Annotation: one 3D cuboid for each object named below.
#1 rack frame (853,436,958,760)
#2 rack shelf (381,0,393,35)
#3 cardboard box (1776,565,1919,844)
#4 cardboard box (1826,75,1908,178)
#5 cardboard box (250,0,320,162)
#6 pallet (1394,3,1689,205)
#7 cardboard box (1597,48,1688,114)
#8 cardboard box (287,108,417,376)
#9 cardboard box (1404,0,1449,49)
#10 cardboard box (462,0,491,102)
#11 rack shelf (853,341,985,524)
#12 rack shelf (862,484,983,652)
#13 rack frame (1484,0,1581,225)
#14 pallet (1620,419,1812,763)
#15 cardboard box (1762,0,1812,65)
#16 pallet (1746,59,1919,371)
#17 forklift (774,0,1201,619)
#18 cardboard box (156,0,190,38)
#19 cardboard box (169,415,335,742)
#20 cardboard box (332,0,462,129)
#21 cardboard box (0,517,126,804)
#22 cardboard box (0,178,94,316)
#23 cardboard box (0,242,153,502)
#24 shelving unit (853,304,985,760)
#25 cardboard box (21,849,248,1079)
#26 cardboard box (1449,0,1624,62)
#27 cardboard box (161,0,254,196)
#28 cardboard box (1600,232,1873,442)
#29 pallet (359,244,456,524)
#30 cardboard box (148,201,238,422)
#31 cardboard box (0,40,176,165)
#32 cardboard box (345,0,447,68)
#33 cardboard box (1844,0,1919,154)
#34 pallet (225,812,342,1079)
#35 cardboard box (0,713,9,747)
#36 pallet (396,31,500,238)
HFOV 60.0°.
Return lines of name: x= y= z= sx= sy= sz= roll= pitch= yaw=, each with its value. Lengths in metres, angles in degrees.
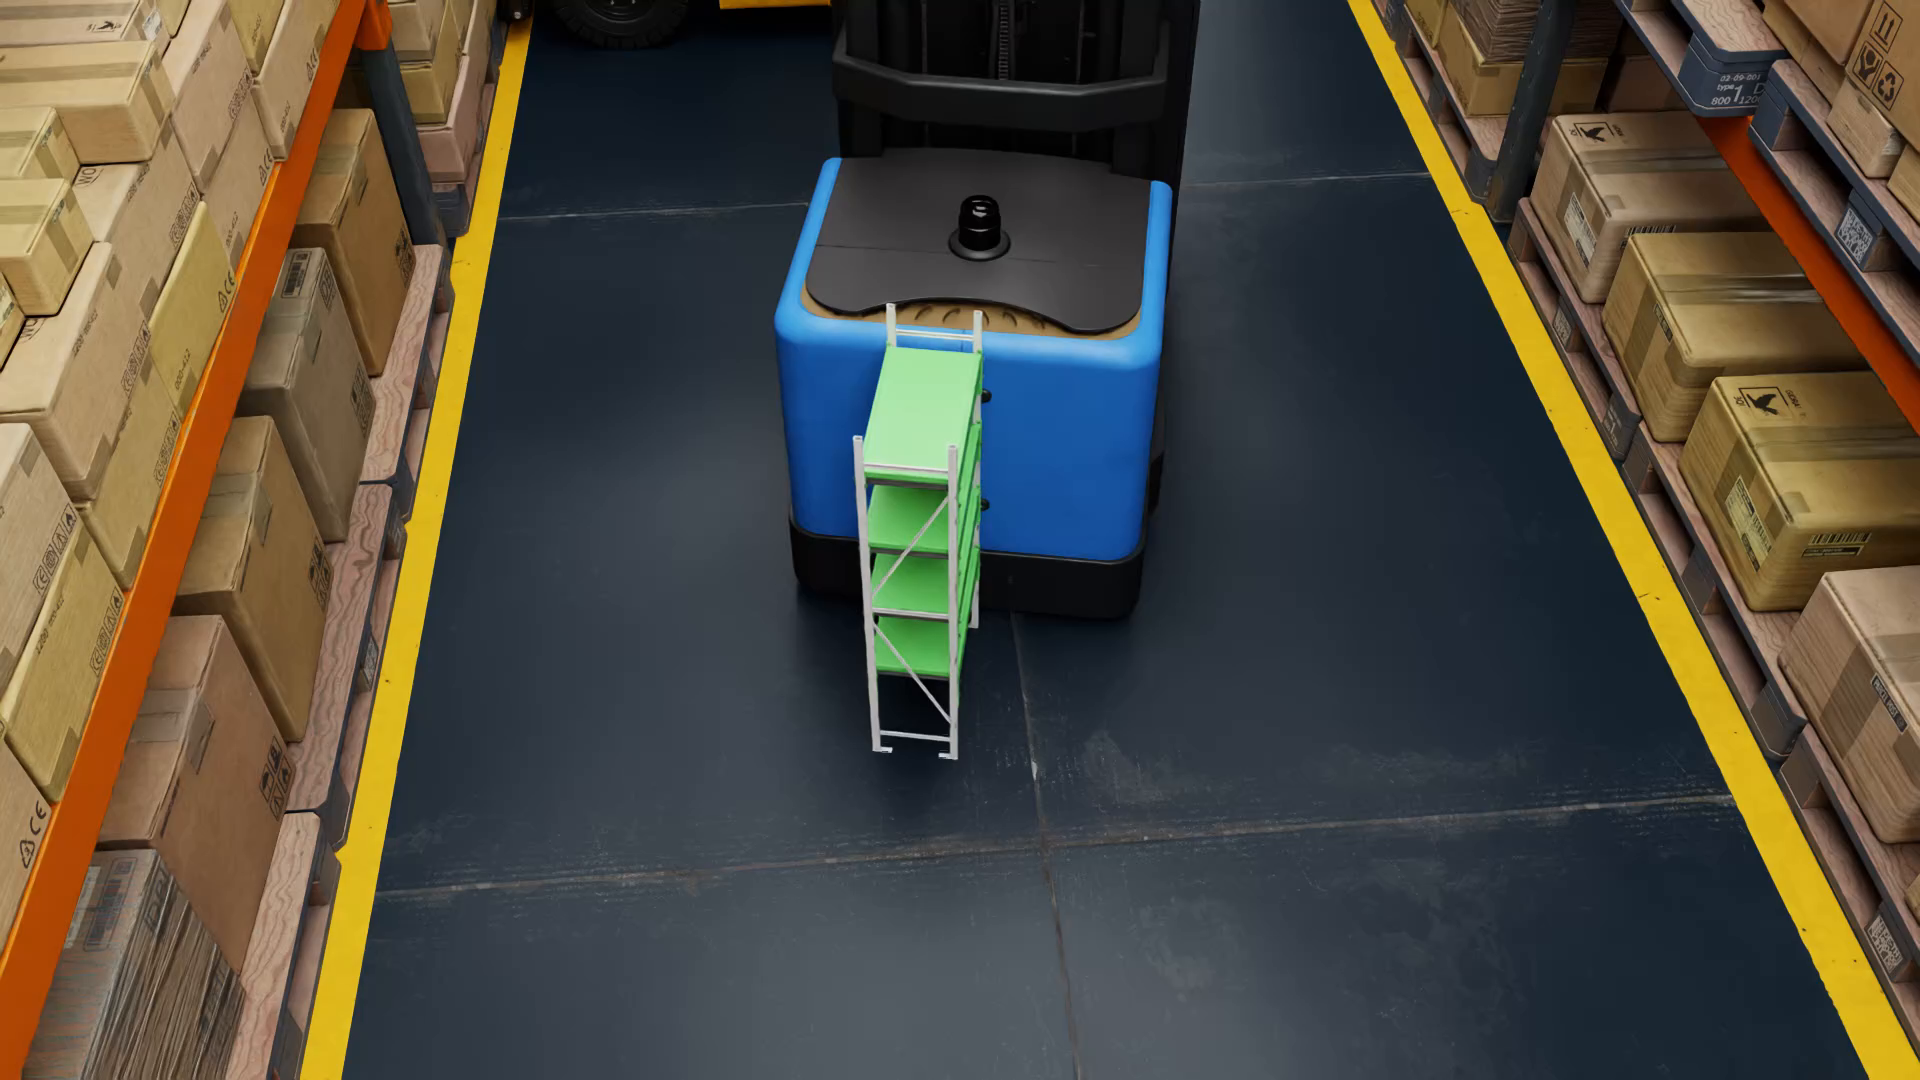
rack frame: x=-0.126 y=0.189 z=4.245 sx=0.240 sy=1.200 sz=0.015 roll=5 pitch=47 yaw=5
rack shelf: x=-2.569 y=-3.213 z=6.722 sx=1.077 sy=0.370 sz=4.000 roll=-3 pitch=47 yaw=-3
cardboard box: x=2.772 y=0.393 z=4.333 sx=0.950 sy=0.372 sz=0.625 roll=-4 pitch=47 yaw=-4
cardboard box: x=2.357 y=-1.012 z=4.026 sx=0.380 sy=0.149 sz=0.250 roll=-2 pitch=47 yaw=-2
cardboard box: x=-2.051 y=-1.250 z=4.471 sx=0.500 sy=0.250 sz=0.500 roll=-4 pitch=47 yaw=-4
pallet: x=2.453 y=-1.843 z=6.850 sx=1.003 sy=0.211 sz=1.213 roll=-3 pitch=47 yaw=-3
cardboard box: x=2.764 y=-1.960 z=6.645 sx=0.500 sy=0.250 sz=0.500 roll=-5 pitch=47 yaw=-5
cardboard box: x=-2.347 y=-0.964 z=5.444 sx=0.875 sy=0.625 sz=0.625 roll=-2 pitch=47 yaw=-2
cardboard box: x=2.172 y=-2.313 z=6.979 sx=0.500 sy=0.250 sz=0.500 roll=-5 pitch=47 yaw=-4
cardboard box: x=-2.170 y=-1.949 z=6.634 sx=0.500 sy=0.250 sz=0.500 roll=-4 pitch=47 yaw=-4
rack shelf: x=-0.095 y=-0.273 z=4.109 sx=0.258 sy=0.148 sz=0.480 roll=5 pitch=47 yaw=5
rack shelf: x=-0.095 y=0.057 z=4.457 sx=0.258 sy=0.148 sz=0.480 roll=5 pitch=47 yaw=5
rack frame: x=2.544 y=-2.318 z=5.379 sx=1.000 sy=3.000 sz=0.127 roll=-3 pitch=47 yaw=-3
pallet: x=2.716 y=0.089 z=5.020 sx=1.003 sy=0.211 sz=1.213 roll=-3 pitch=47 yaw=-3
cardboard box: x=2.368 y=-1.386 z=4.381 sx=0.380 sy=0.149 sz=0.250 roll=-3 pitch=47 yaw=-3
pallet: x=2.673 y=-0.787 z=4.062 sx=1.003 sy=0.211 sz=1.213 roll=-3 pitch=47 yaw=-3
forklift: x=0.193 y=-1.854 z=4.987 sx=1.130 sy=2.935 sz=3.031 roll=5 pitch=47 yaw=5
cardboard box: x=-2.031 y=-1.296 z=3.896 sx=0.380 sy=0.149 sz=0.250 roll=-4 pitch=47 yaw=-4
cardboard box: x=-2.225 y=0.141 z=4.396 sx=0.875 sy=0.625 sz=0.625 roll=-5 pitch=47 yaw=-5
cardboard box: x=-2.135 y=-1.753 z=6.104 sx=0.500 sy=0.250 sz=0.500 roll=-4 pitch=47 yaw=-3
cardboard box: x=-1.898 y=0.232 z=3.067 sx=0.500 sy=0.250 sz=0.500 roll=-4 pitch=47 yaw=-4
cardboard box: x=-1.918 y=-0.558 z=3.197 sx=0.380 sy=0.149 sz=0.250 roll=-3 pitch=47 yaw=-2
cardboard box: x=-1.927 y=-0.318 z=3.244 sx=0.500 sy=0.250 sz=0.500 roll=-5 pitch=47 yaw=-4
shelving unit: x=-0.095 y=0.013 z=4.411 sx=0.258 sy=1.200 sz=0.503 roll=5 pitch=47 yaw=5
cardboard box: x=-2.105 y=1.101 z=3.488 sx=0.875 sy=0.625 sz=0.625 roll=-2 pitch=47 yaw=-2
cardboard box: x=2.227 y=-2.186 z=6.343 sx=0.500 sy=0.500 sz=0.500 roll=-4 pitch=47 yaw=-4
cardboard box: x=-2.019 y=-1.052 z=3.939 sx=0.500 sy=0.250 sz=0.500 roll=-3 pitch=47 yaw=-3
cardboard box: x=2.654 y=-0.659 z=5.329 sx=0.950 sy=0.372 sz=0.625 roll=-1 pitch=47 yaw=-1
pallet: x=-2.301 y=-0.524 z=5.601 sx=1.003 sy=0.211 sz=1.213 roll=-3 pitch=47 yaw=-3
cardboard box: x=-1.989 y=-0.515 z=3.776 sx=0.500 sy=0.250 sz=0.500 roll=-2 pitch=47 yaw=-2
cardboard box: x=-1.916 y=-0.927 z=3.547 sx=0.380 sy=0.149 sz=0.250 roll=-5 pitch=47 yaw=-4
cardboard box: x=-2.129 y=-1.925 z=5.923 sx=0.500 sy=0.250 sz=0.500 roll=-4 pitch=47 yaw=-4
cardboard box: x=2.422 y=-1.150 z=3.710 sx=0.500 sy=0.500 sz=0.500 roll=-5 pitch=47 yaw=-5
pallet: x=-2.097 y=1.242 z=3.929 sx=1.003 sy=0.211 sz=1.213 roll=-3 pitch=47 yaw=-3
cardboard box: x=-1.836 y=0.423 z=2.542 sx=0.500 sy=0.250 sz=0.500 roll=-4 pitch=47 yaw=-3
pallet: x=-2.426 y=-1.632 z=6.651 sx=1.003 sy=0.211 sz=1.213 roll=-3 pitch=47 yaw=-3
